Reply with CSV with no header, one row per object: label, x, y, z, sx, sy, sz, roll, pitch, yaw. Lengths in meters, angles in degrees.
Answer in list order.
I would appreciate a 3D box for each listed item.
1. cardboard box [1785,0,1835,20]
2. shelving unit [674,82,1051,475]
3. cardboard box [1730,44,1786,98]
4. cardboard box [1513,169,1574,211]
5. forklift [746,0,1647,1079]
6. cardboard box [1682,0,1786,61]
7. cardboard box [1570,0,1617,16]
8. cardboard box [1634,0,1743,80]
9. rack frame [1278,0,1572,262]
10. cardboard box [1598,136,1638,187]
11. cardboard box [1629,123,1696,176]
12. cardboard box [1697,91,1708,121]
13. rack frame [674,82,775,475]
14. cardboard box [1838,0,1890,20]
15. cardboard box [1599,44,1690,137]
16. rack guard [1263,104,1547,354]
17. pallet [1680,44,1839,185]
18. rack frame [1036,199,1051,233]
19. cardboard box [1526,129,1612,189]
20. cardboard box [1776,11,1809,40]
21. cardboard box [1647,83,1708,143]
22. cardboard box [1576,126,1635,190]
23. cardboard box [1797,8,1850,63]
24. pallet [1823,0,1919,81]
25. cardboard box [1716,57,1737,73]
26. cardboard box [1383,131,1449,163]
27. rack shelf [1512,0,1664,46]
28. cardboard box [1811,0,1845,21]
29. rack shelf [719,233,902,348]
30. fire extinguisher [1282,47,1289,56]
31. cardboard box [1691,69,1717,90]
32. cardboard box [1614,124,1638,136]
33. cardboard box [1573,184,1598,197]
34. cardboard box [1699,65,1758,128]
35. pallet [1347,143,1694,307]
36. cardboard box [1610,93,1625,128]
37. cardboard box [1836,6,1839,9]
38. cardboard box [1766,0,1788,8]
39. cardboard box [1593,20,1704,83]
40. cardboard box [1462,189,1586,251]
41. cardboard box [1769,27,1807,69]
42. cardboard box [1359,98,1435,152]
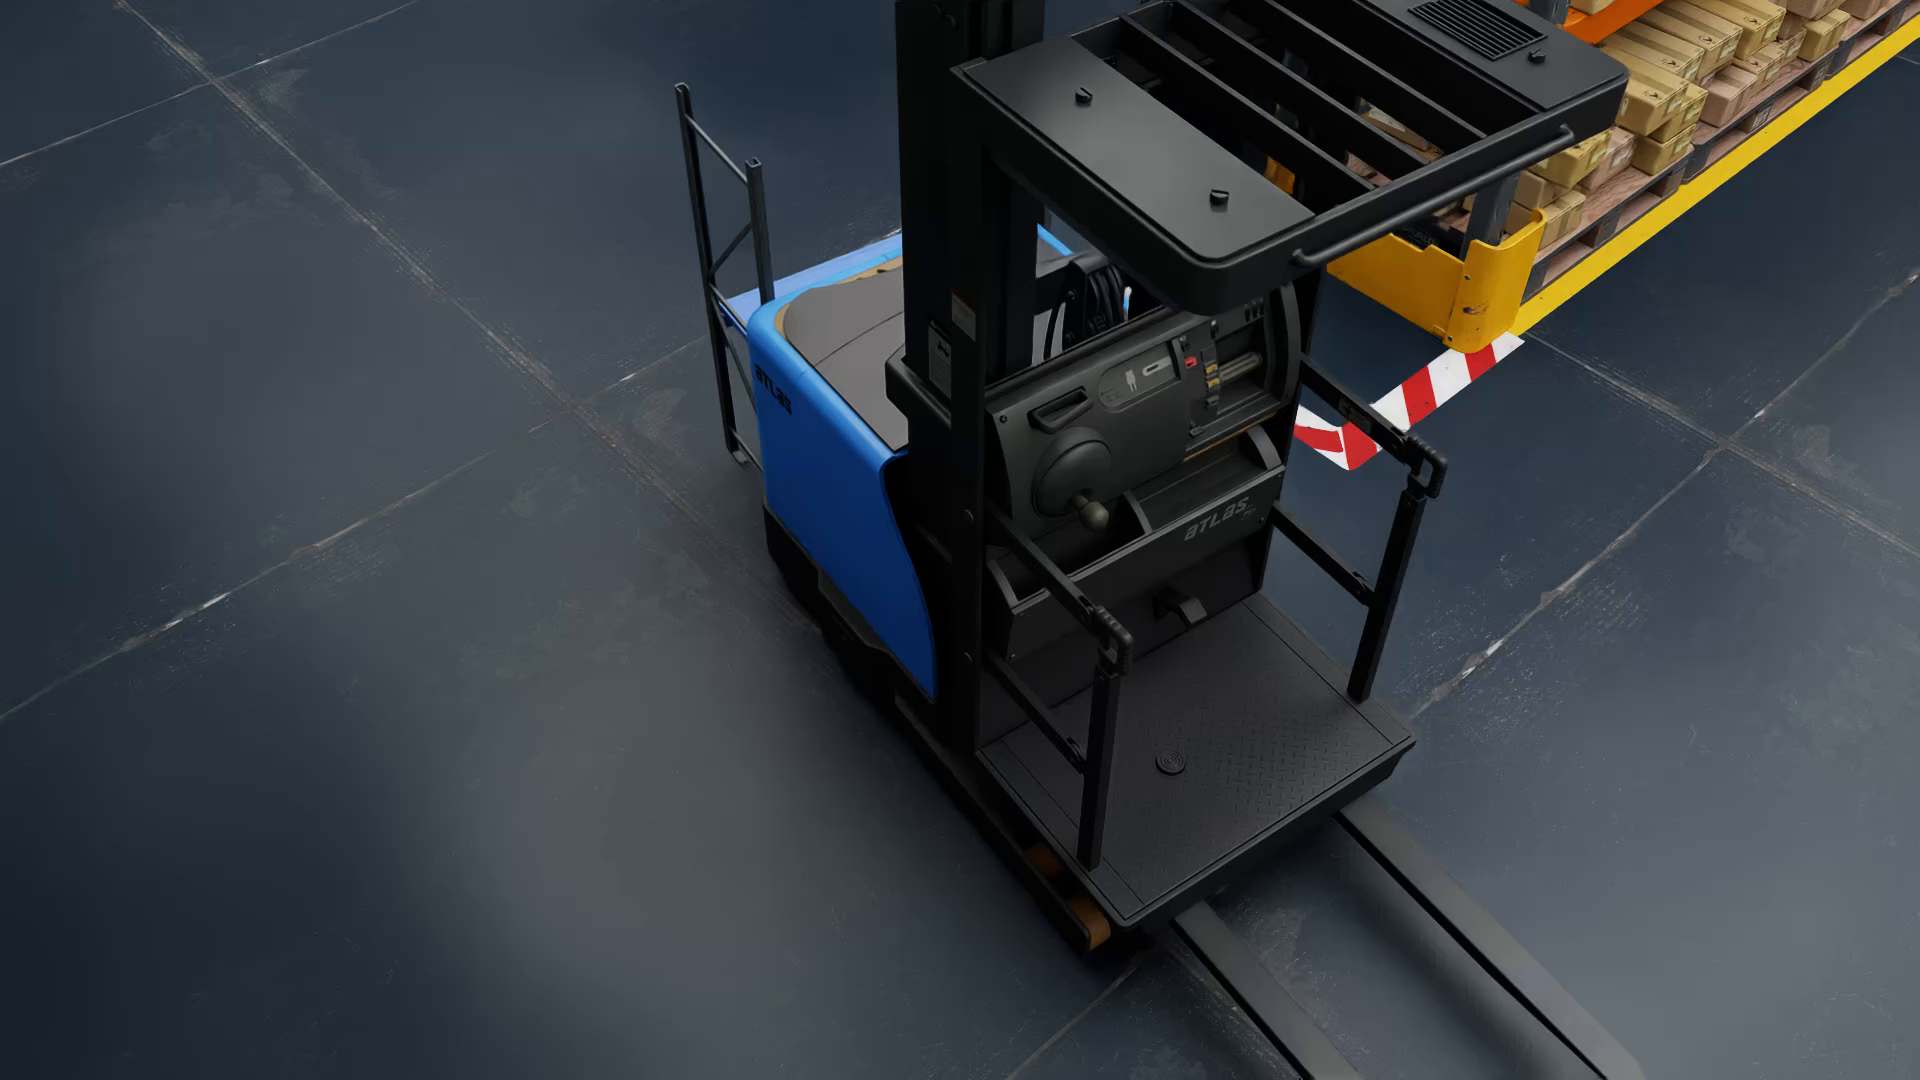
cardboard box,3.589,-2.433,7.203,0.250,0.149,0.380,-36,57,-28
shelving unit,-0.277,-0.900,5.560,1.048,1.500,0.538,-25,52,-21
cardboard box,3.372,-2.113,7.312,0.250,0.149,0.380,-34,56,-27
cardboard box,2.194,-1.476,6.522,0.250,0.149,0.380,-32,55,-26
forklift,0.599,-0.252,3.988,1.130,2.935,3.031,-27,53,-23
cardboard box,3.210,-2.193,6.982,0.250,0.149,0.380,-33,55,-27
cardboard box,2.094,-1.977,5.704,0.250,0.149,0.380,-34,56,-27
cardboard box,2.985,-2.088,6.885,0.250,0.149,0.380,-32,55,-26
rack frame,1.633,-2.080,5.628,0.127,3.000,1.000,-34,56,-27
cardboard box,2.554,-1.641,6.877,0.250,0.149,0.380,-33,55,-27
cardboard box,2.817,-1.708,6.939,0.250,0.149,0.380,-33,55,-27
cardboard box,2.942,-1.886,7.103,0.250,0.149,0.380,-34,56,-27
rack frame,-0.706,-0.700,5.375,0.032,1.500,0.500,-25,52,-21
cardboard box,4.131,-2.605,7.767,0.250,0.149,0.380,-36,57,-28
cardboard box,2.645,-1.788,6.608,0.250,0.149,0.380,-34,56,-27
rack guard,1.690,-1.270,6.581,0.348,0.500,1.175,-34,56,-27
pallet,3.217,-2.154,7.594,1.213,0.211,1.003,-34,56,-27
rack frame,0.152,-1.100,5.744,0.032,1.500,0.500,-25,52,-21
cardboard box,2.250,-1.532,6.371,0.250,0.149,0.380,-36,57,-29
cardboard box,3.557,-2.394,7.370,0.380,0.149,0.250,36,57,29
cardboard box,2.819,-1.818,6.838,0.250,0.149,0.380,-32,55,-26
cardboard box,2.434,-1.581,6.619,0.250,0.149,0.380,-34,56,-27
cardboard box,3.766,-2.342,7.524,0.250,0.149,0.380,-34,56,-27
pallet,4.120,-2.761,8.154,1.213,0.211,1.003,-34,56,-27
cardboard box,3.124,-2.157,7.151,0.250,0.149,0.380,-31,54,-25
cardboard box,1.883,-1.629,6.866,0.250,0.149,0.380,-33,55,-27
rack shelf,3.113,-2.825,6.805,4.000,0.370,1.077,-34,56,-27
cardboard box,3.769,-2.516,7.482,0.250,0.149,0.380,-32,55,-26
rack shelf,-0.277,-0.778,5.692,1.000,0.185,0.538,-25,52,-21
fire extinguisher,1.137,-2.054,5.910,0.183,0.674,0.296,-34,56,-27
cardboard box,2.951,-2.000,7.006,0.380,0.149,0.250,36,57,29
cardboard box,2.556,-1.750,6.775,0.250,0.149,0.380,-33,55,-27
cardboard box,2.375,-1.514,6.760,0.250,0.149,0.380,-34,56,-27
cardboard box,3.184,-1.962,7.173,0.380,0.149,0.250,36,57,29
pallet,2.315,-1.554,7.041,1.213,0.211,1.003,-34,56,-27
cardboard box,2.373,-1.733,6.558,0.250,0.149,0.380,-33,55,-27
cardboard box,3.855,-2.541,7.708,0.250,0.149,0.380,-35,56,-28
cardboard box,3.332,-2.369,7.144,0.250,0.149,0.380,-34,56,-27
cardboard box,2.773,-1.956,6.763,0.380,0.149,0.250,36,57,29
cardboard box,2.236,-1.341,6.600,0.250,0.149,0.380,-33,55,-26
cardboard box,3.528,-2.250,7.439,0.250,0.149,0.380,-33,55,-27
cardboard box,1.832,-1.773,6.796,0.250,0.149,0.380,-35,56,-28
